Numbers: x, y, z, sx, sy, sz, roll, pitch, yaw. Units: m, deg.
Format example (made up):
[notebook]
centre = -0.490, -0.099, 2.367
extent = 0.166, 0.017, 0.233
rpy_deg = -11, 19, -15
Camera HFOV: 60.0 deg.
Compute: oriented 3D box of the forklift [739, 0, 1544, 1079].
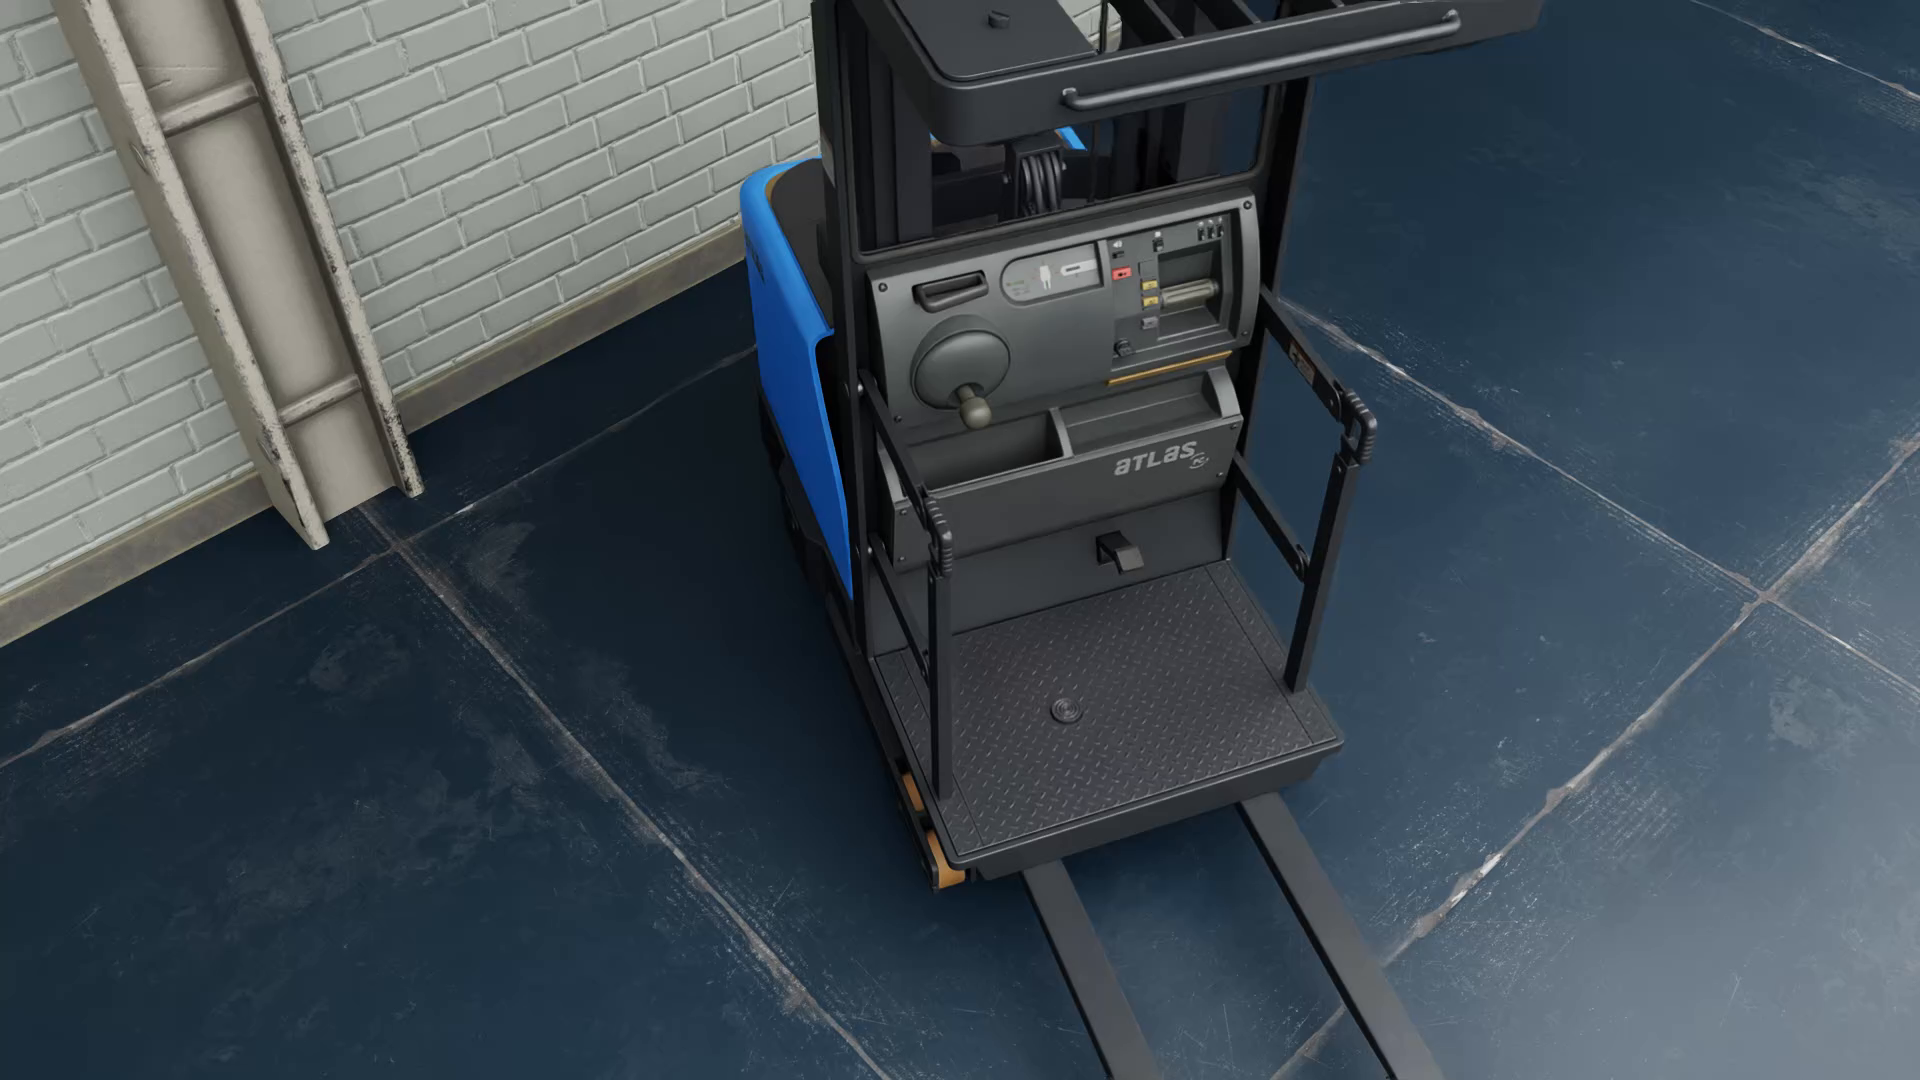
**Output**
[forklift]
centre = 0.329, -0.426, 3.649
extent = 1.130, 2.935, 3.031
rpy_deg = -15, 49, -13
